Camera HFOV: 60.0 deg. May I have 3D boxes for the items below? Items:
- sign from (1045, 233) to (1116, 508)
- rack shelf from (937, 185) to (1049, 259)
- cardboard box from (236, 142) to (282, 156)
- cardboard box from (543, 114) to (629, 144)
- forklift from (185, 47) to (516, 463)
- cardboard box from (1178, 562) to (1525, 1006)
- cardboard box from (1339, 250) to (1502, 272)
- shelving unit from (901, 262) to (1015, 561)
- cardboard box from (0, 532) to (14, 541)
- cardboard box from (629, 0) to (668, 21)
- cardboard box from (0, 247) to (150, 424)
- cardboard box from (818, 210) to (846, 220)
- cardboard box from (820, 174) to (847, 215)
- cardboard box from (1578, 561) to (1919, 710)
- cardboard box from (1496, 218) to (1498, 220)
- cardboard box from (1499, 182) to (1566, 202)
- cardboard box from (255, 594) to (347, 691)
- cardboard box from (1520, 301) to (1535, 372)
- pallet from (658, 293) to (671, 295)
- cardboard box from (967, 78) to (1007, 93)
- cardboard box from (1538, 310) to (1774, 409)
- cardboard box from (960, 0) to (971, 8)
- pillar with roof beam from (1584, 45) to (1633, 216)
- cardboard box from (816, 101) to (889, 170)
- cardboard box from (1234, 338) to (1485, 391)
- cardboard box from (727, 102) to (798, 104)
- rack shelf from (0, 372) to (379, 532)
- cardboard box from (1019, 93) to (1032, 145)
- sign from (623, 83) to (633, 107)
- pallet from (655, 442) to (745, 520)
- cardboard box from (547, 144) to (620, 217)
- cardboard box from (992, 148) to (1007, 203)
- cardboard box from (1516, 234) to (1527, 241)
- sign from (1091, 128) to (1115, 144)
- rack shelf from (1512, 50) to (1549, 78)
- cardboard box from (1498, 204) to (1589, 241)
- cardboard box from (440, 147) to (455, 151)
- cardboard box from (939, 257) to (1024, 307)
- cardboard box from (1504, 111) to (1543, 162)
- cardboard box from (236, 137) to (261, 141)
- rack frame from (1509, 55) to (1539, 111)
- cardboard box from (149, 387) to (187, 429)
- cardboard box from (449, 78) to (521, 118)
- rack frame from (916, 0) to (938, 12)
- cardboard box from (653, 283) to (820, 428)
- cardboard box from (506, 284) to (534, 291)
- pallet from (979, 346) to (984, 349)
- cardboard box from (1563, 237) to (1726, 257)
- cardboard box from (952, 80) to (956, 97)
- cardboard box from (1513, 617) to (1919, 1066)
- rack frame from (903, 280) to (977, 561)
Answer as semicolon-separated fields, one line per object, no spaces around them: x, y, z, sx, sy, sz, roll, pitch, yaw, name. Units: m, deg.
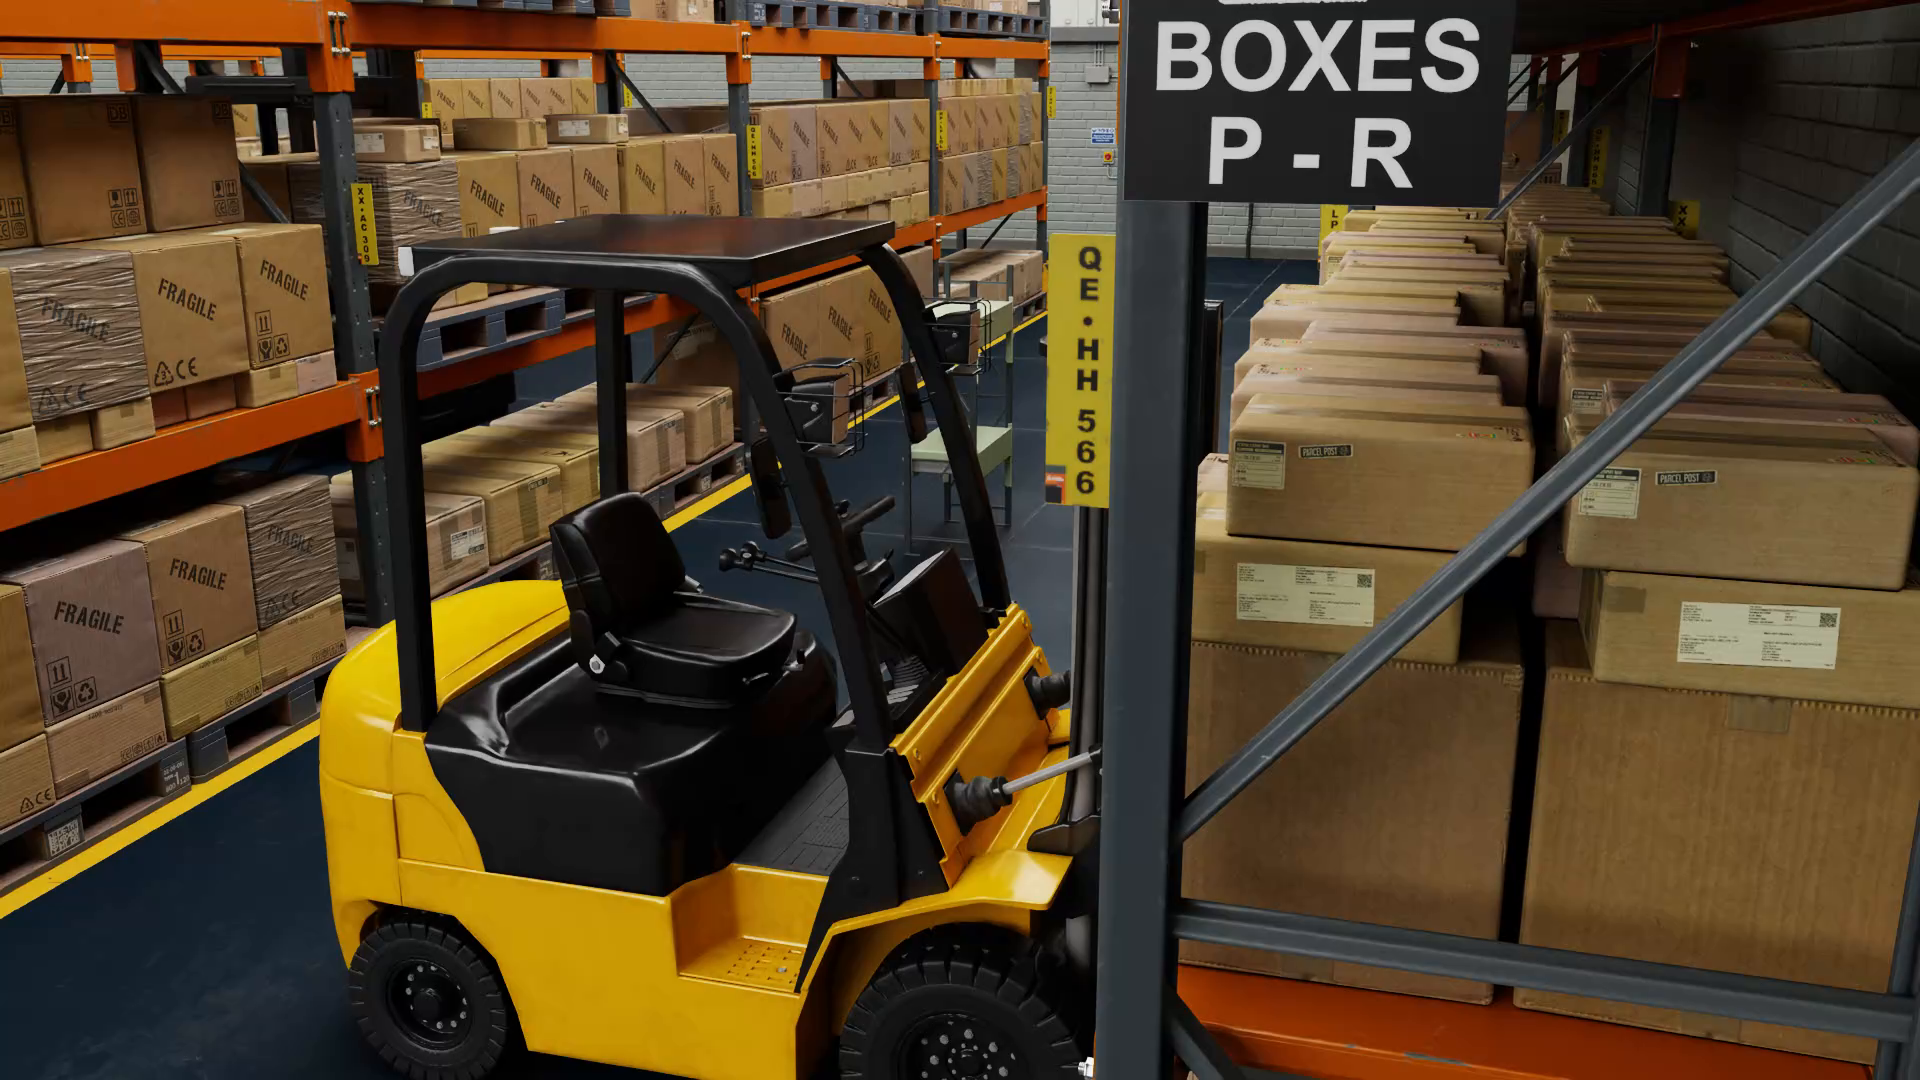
0.152;-0.198;1.974;0.100;0.325;0.005;5;16;16;sign
-0.113;-3.182;16.368;1.077;0.370;4.000;5;16;16;rack shelf
-5.829;-3.198;13.707;0.380;0.149;0.250;4;16;15;cardboard box
-2.012;-2.213;8.950;0.380;0.149;0.250;4;16;13;cardboard box
-4.388;-2.085;11.309;1.130;2.935;3.031;5;17;18;forklift
0.557;0.322;2.515;0.500;0.500;0.500;4;16;15;cardboard box
1.140;-0.627;4.127;0.380;0.149;0.250;5;16;16;cardboard box
-0.002;-0.720;9.119;0.431;1.500;0.755;5;16;16;shelving unit
-3.671;0.258;5.817;0.500;0.500;0.500;6;17;19;cardboard box
-2.097;-3.202;9.441;0.700;0.500;0.500;5;16;16;cardboard box
-3.125;-0.696;5.558;0.500;0.500;0.500;5;17;17;cardboard box
-1.154;-2.267;12.100;0.500;0.250;0.500;5;17;18;cardboard box
-1.136;-2.504;12.021;0.500;0.250;0.500;5;16;16;cardboard box
1.014;0.090;2.143;0.380;0.149;0.250;4;16;14;cardboard box
2.937;-1.470;8.372;0.500;0.250;0.500;5;17;16;cardboard box
3.044;-1.834;8.925;0.380;0.149;0.250;5;17;18;cardboard box
-2.865;0.385;6.745;0.500;0.250;0.500;5;17;18;cardboard box
1.643;-0.518;4.288;0.380;0.149;0.250;5;17;18;cardboard box
-1.918;-1.671;10.075;1.213;0.211;1.003;5;16;16;pallet
0.251;-4.515;16.546;0.380;0.149;0.250;4;16;15;cardboard box
1.273;-0.326;3.065;0.380;0.149;0.250;5;17;18;cardboard box
-0.329;-5.103;15.184;0.797;0.503;0.637;6;17;20;cardboard box
1.013;-5.953;13.826;9.100;9.000;0.400;5;16;16;pillar with roof beam
-0.870;-3.130;12.853;0.500;0.500;0.500;5;17;18;cardboard box
0.657;-0.232;2.733;0.380;0.149;0.250;5;17;17;cardboard box
-1.486;-3.039;12.531;0.500;0.500;0.500;4;16;15;cardboard box
-3.523;-0.042;5.300;1.077;0.370;4.000;5;16;16;rack shelf
0.426;-4.297;16.965;0.500;0.500;0.500;5;16;16;cardboard box
-3.793;-5.069;19.004;0.100;0.325;0.005;5;16;16;sign
-2.041;-0.412;10.396;1.003;0.211;1.213;5;16;16;pallet
-2.115;-1.800;8.680;0.500;0.500;0.500;4;16;14;cardboard box
0.144;-3.551;16.168;0.500;0.500;0.500;5;17;18;cardboard box
2.238;-1.029;6.089;0.380;0.149;0.250;4;16;14;cardboard box
2.007;-5.678;23.355;0.327;0.218;0.001;5;16;16;sign
4.647;-4.241;14.605;1.077;0.370;4.000;5;16;16;rack shelf
2.626;-1.430;7.503;0.380;0.149;0.250;5;17;17;cardboard box
-2.751;-1.708;8.356;0.500;0.500;0.500;5;17;18;cardboard box
0.112;-2.600;16.925;0.875;0.438;0.875;5;17;17;cardboard box
4.757;-3.421;14.250;0.500;0.500;0.500;4;16;14;cardboard box
-6.231;-3.457;14.619;0.380;0.149;0.250;4;16;15;cardboard box
5.216;-3.667;16.761;1.000;3.000;0.127;5;16;16;rack frame
-3.051;-0.491;6.024;0.380;0.149;0.250;4;16;15;cardboard box
-4.788;-4.400;16.783;0.500;0.500;0.500;5;17;17;cardboard box
-0.681;-5.891;13.607;1.000;3.000;0.127;5;16;16;rack frame
-1.542;-1.312;11.583;0.875;0.875;0.875;4;16;15;cardboard box
-2.295;-1.322;8.183;0.380;0.149;0.250;5;17;17;cardboard box
-0.390;-1.856;15.486;1.003;0.211;1.213;5;16;16;pallet
1.820;-0.721;4.457;0.380;0.149;0.250;4;16;15;cardboard box
-0.253;-4.047;14.895;0.380;0.149;0.250;4;16;15;cardboard box
1.076;0.363;2.370;0.500;0.500;0.500;5;17;18;cardboard box
-0.106;-0.624;8.781;0.400;1.500;0.023;5;16;16;rack frame
